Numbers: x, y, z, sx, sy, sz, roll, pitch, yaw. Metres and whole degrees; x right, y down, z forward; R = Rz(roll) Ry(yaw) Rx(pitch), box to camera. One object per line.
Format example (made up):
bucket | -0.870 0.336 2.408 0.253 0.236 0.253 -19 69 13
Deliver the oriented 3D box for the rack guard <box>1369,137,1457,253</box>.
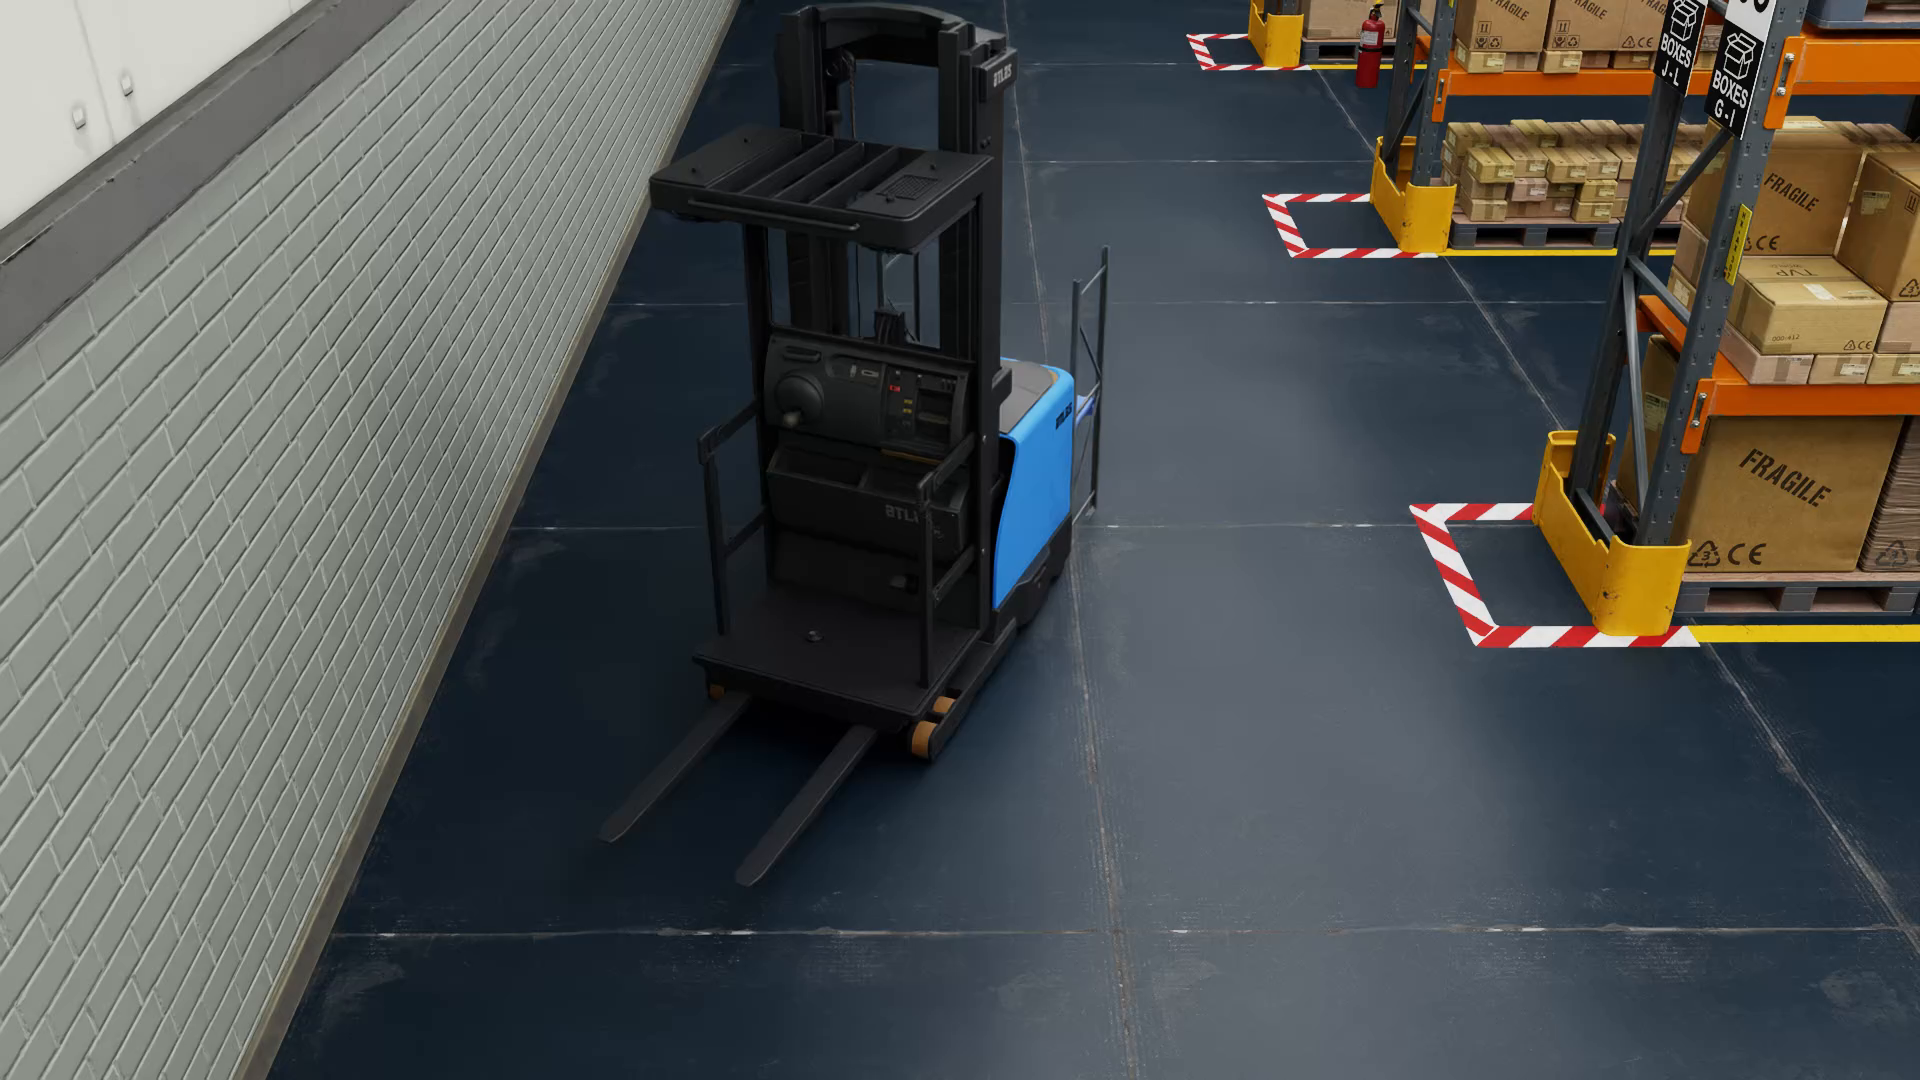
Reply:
rack guard | 3.417 -2.628 12.600 0.348 0.500 1.175 0 31 0

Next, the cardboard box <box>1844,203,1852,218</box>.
cardboard box | 6.427 -2.500 12.323 0.250 0.149 0.380 -1 31 -2

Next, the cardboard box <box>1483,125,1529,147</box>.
cardboard box | 4.121 -3.016 12.599 0.250 0.149 0.380 0 31 1

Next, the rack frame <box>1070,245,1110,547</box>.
rack frame | 0.641 -0.702 8.461 0.032 1.500 0.500 12 33 18

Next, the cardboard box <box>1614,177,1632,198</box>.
cardboard box | 4.907 -2.666 12.309 0.250 0.149 0.380 -2 31 -3

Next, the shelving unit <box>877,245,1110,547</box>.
shelving unit | 0.169 -0.799 8.622 1.048 1.500 0.538 12 33 18

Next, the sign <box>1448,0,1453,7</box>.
sign | 3.345 -3.786 11.263 0.005 0.325 0.100 0 31 0

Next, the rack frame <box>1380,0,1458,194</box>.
rack frame | 3.341 -3.697 11.951 0.127 3.000 1.000 0 31 0

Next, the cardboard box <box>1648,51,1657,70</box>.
cardboard box | 4.967 -3.462 11.806 0.250 0.149 0.380 -1 31 -1

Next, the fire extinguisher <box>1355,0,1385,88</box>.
fire extinguisher | 3.087 -3.743 12.461 0.183 0.674 0.296 0 31 0

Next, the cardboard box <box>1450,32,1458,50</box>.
cardboard box | 3.666 -3.737 12.260 0.250 0.149 0.380 0 31 0

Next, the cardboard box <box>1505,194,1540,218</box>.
cardboard box | 4.128 -2.536 12.382 0.250 0.149 0.380 0 31 0

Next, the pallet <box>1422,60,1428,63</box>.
pallet | 5.226 -5.117 16.981 1.213 0.211 1.003 0 31 0

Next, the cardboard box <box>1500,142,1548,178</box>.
cardboard box | 4.142 -2.801 12.244 0.250 0.149 0.380 0 31 1

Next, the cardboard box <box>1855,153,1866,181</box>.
cardboard box | 6.483 -2.762 12.181 0.250 0.149 0.380 0 31 -1

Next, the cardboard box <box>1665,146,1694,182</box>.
cardboard box | 5.183 -2.752 12.164 0.250 0.149 0.380 0 31 0

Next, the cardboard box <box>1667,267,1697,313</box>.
cardboard box | 3.624 -1.188 8.059 0.250 0.149 0.380 0 31 1

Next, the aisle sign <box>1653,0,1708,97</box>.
aisle sign | 3.196 -2.391 7.292 0.004 0.787 0.394 0 31 0

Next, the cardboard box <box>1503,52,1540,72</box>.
cardboard box | 3.921 -3.443 11.775 0.250 0.149 0.380 1 31 1

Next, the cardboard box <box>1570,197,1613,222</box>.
cardboard box | 4.633 -2.485 12.297 0.250 0.149 0.380 0 31 0

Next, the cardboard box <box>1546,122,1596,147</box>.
cardboard box | 4.638 -3.051 12.656 0.250 0.149 0.380 -1 31 -2

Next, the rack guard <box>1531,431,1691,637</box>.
rack guard | 3.246 -0.055 8.359 0.348 0.500 1.175 0 31 0

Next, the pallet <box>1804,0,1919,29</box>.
pallet | 4.012 -2.376 6.968 1.213 0.211 1.003 0 31 0

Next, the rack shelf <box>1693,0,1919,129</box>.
rack shelf | 5.270 -2.105 7.129 4.000 0.370 1.077 0 31 0

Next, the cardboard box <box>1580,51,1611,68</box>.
cardboard box | 4.449 -3.488 11.849 0.250 0.149 0.380 1 31 2

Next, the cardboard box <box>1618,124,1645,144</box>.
cardboard box | 5.171 -3.024 12.612 0.250 0.149 0.380 -1 31 -2

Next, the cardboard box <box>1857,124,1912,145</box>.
cardboard box | 6.995 -3.031 12.624 0.250 0.149 0.380 1 31 2

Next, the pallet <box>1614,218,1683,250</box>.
pallet | 5.447 -2.491 12.653 1.213 0.211 1.003 0 31 0

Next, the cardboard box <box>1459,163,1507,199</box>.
cardboard box | 3.867 -2.653 12.288 0.250 0.149 0.380 1 31 2

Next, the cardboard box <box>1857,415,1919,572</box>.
cardboard box | 4.820 -0.441 8.229 0.875 0.875 0.875 0 31 0

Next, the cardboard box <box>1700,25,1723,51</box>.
cardboard box | 5.327 -3.740 11.639 0.500 0.500 0.500 -1 31 -2

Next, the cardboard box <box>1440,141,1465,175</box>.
cardboard box | 3.867 -2.934 12.752 0.250 0.149 0.380 -1 31 -2

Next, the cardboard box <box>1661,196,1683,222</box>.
cardboard box | 5.137 -2.491 12.307 0.250 0.149 0.380 -2 31 -3

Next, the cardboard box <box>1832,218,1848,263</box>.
cardboard box | 4.260 -1.327 7.904 0.500 0.250 0.500 -1 31 -1

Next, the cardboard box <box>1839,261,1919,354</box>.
cardboard box | 4.272 -1.053 7.452 0.500 0.250 0.500 -1 31 -1

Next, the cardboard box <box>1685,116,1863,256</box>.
cardboard box | 3.756 -1.645 7.705 0.500 0.500 0.500 0 31 0

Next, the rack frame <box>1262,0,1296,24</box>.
rack frame | 3.210 -6.264 16.183 0.127 3.000 1.000 0 31 0

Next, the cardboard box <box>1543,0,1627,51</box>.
cardboard box | 4.327 -3.740 11.639 0.500 0.500 0.500 0 31 0

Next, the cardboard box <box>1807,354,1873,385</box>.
cardboard box | 3.884 -0.848 7.498 0.250 0.149 0.380 -1 31 -1

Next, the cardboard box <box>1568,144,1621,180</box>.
cardboard box | 4.642 -2.779 12.208 0.250 0.149 0.380 -2 31 -3

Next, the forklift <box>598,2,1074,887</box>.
forklift | -0.487 -0.559 6.846 1.130 2.935 3.031 13 34 20

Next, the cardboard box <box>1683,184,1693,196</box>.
cardboard box | 5.448 -2.684 12.339 0.250 0.149 0.380 1 31 2

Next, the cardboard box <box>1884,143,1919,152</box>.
cardboard box | 6.987 -2.788 12.224 0.250 0.149 0.380 1 31 1

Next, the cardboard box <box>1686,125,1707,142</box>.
cardboard box | 5.679 -3.020 12.605 0.250 0.149 0.380 -1 31 -2

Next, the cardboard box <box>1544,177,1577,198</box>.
cardboard box | 4.385 -2.671 12.318 0.250 0.149 0.380 0 31 0

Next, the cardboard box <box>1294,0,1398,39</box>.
cardboard box | 3.870 -5.402 16.827 0.875 0.438 0.875 -1 31 -2

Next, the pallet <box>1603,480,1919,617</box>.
pallet | 4.069 0.025 8.505 1.213 0.211 1.003 0 31 0
